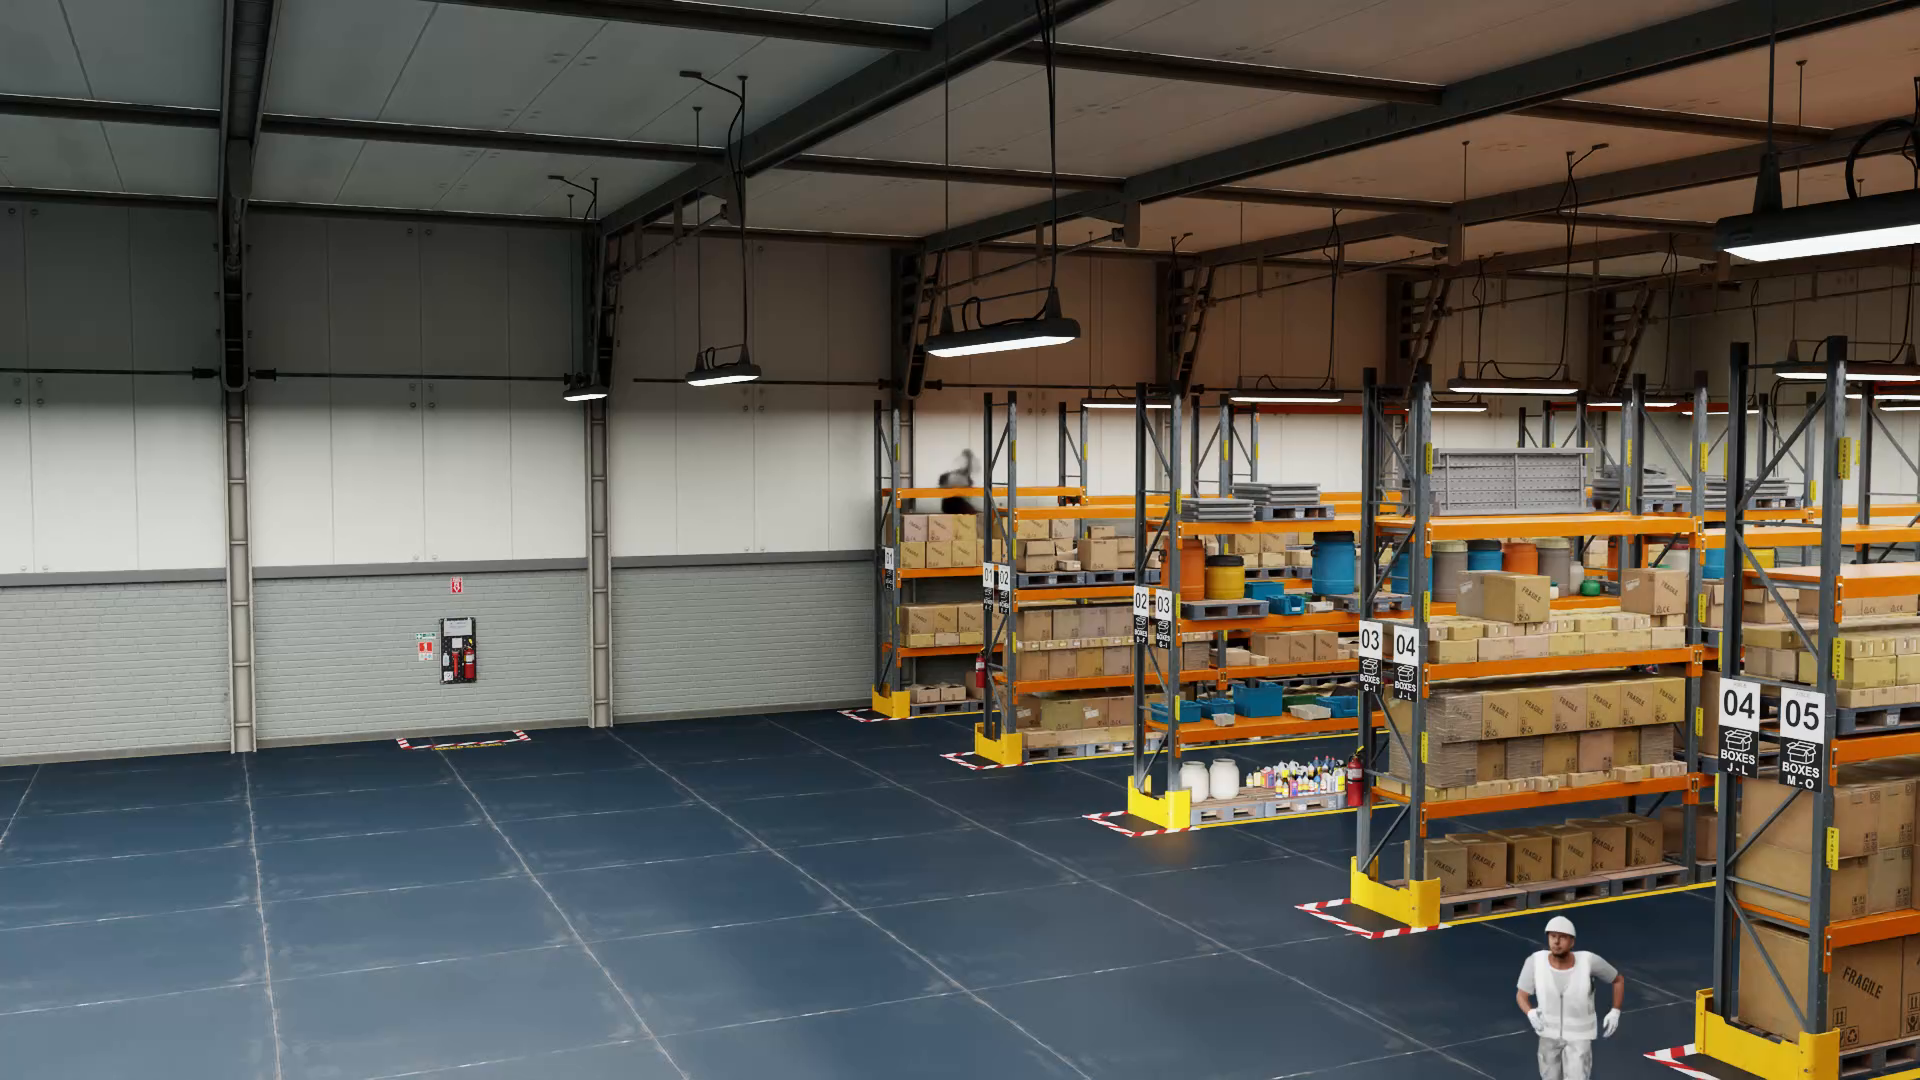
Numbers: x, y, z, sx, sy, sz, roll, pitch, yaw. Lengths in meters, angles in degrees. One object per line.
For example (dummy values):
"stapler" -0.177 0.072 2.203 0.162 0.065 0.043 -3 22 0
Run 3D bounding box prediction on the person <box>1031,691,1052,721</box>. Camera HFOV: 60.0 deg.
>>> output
"person" 1.477 2.541 29.408 0.626 1.721 0.660 -2 4 -25

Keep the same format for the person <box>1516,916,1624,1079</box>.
"person" 4.373 3.579 11.994 0.704 1.730 0.771 2 4 30
